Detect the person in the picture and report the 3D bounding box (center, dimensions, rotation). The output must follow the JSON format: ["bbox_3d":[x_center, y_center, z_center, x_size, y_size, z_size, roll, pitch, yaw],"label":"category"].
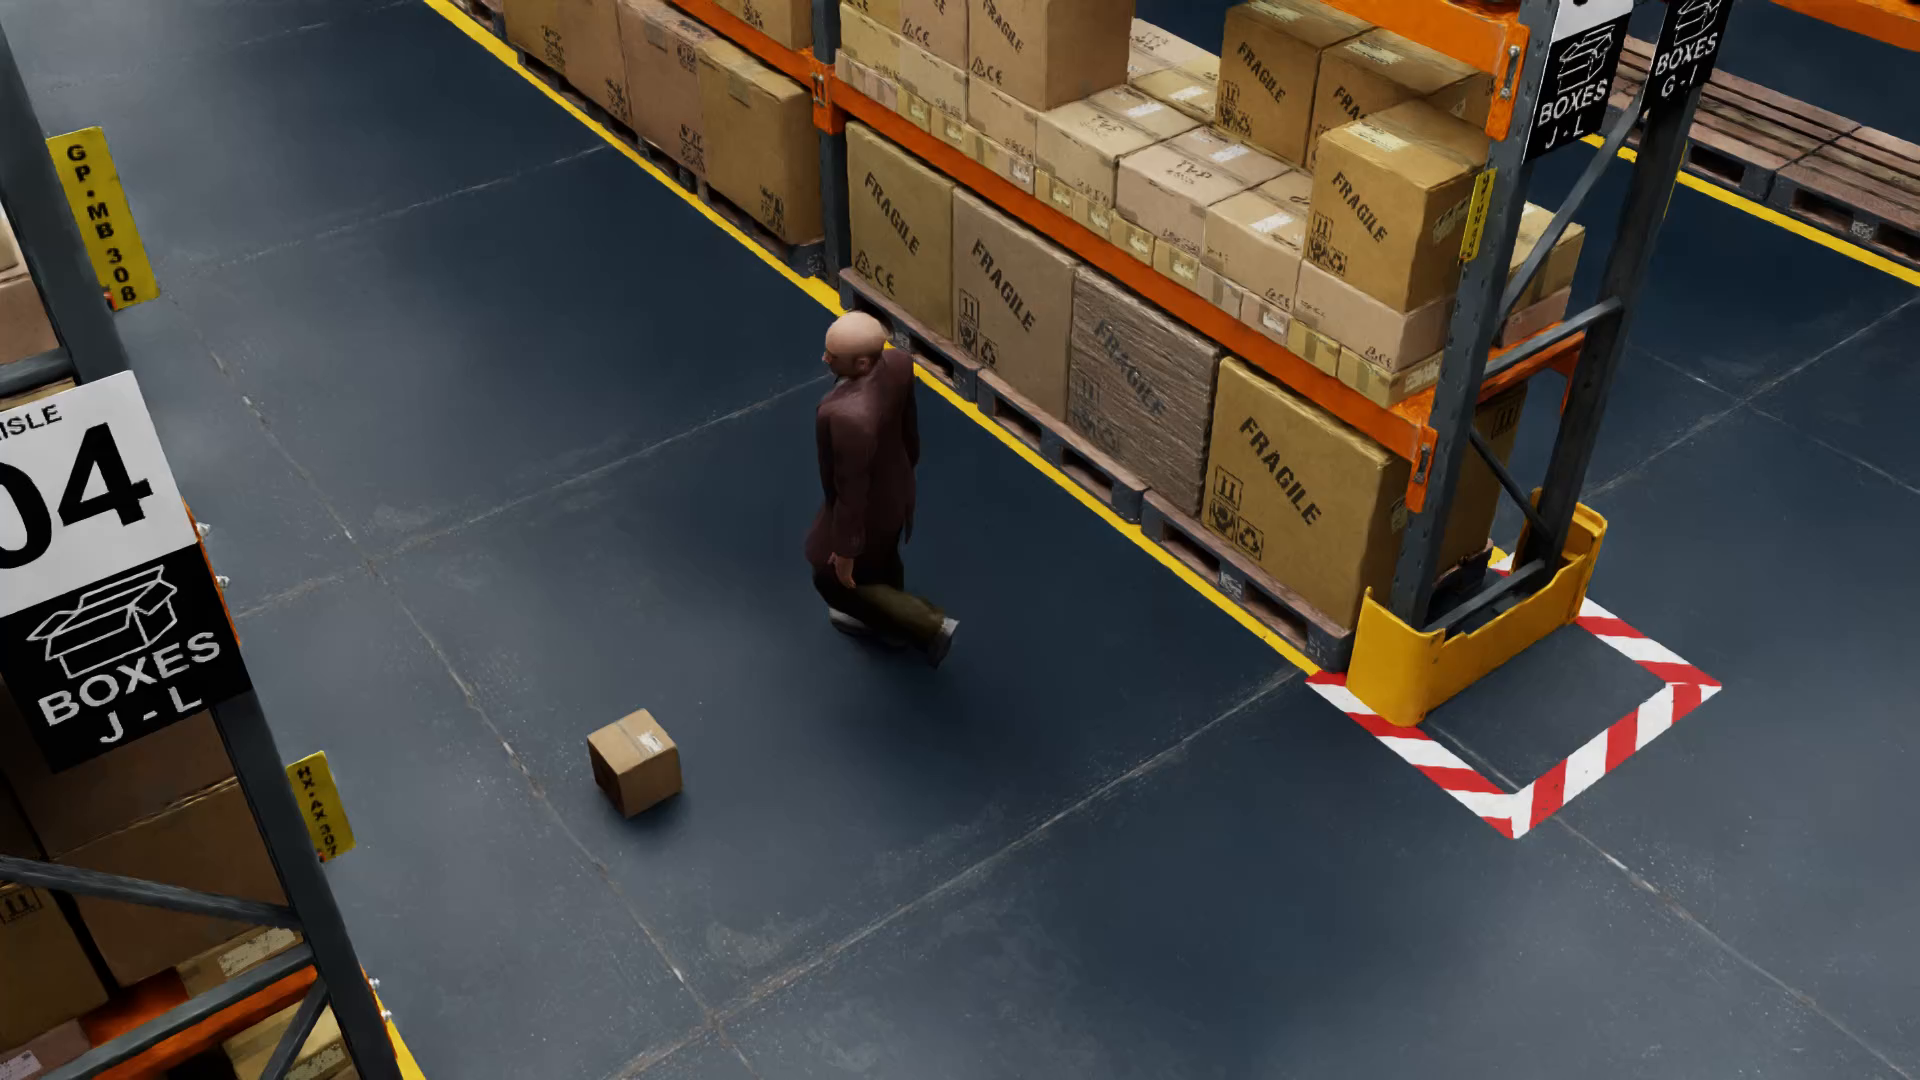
[{"bbox_3d":[-0.314,-0.136,6.319,0.657,1.758,0.685,12,41,14],"label":"person"}]
